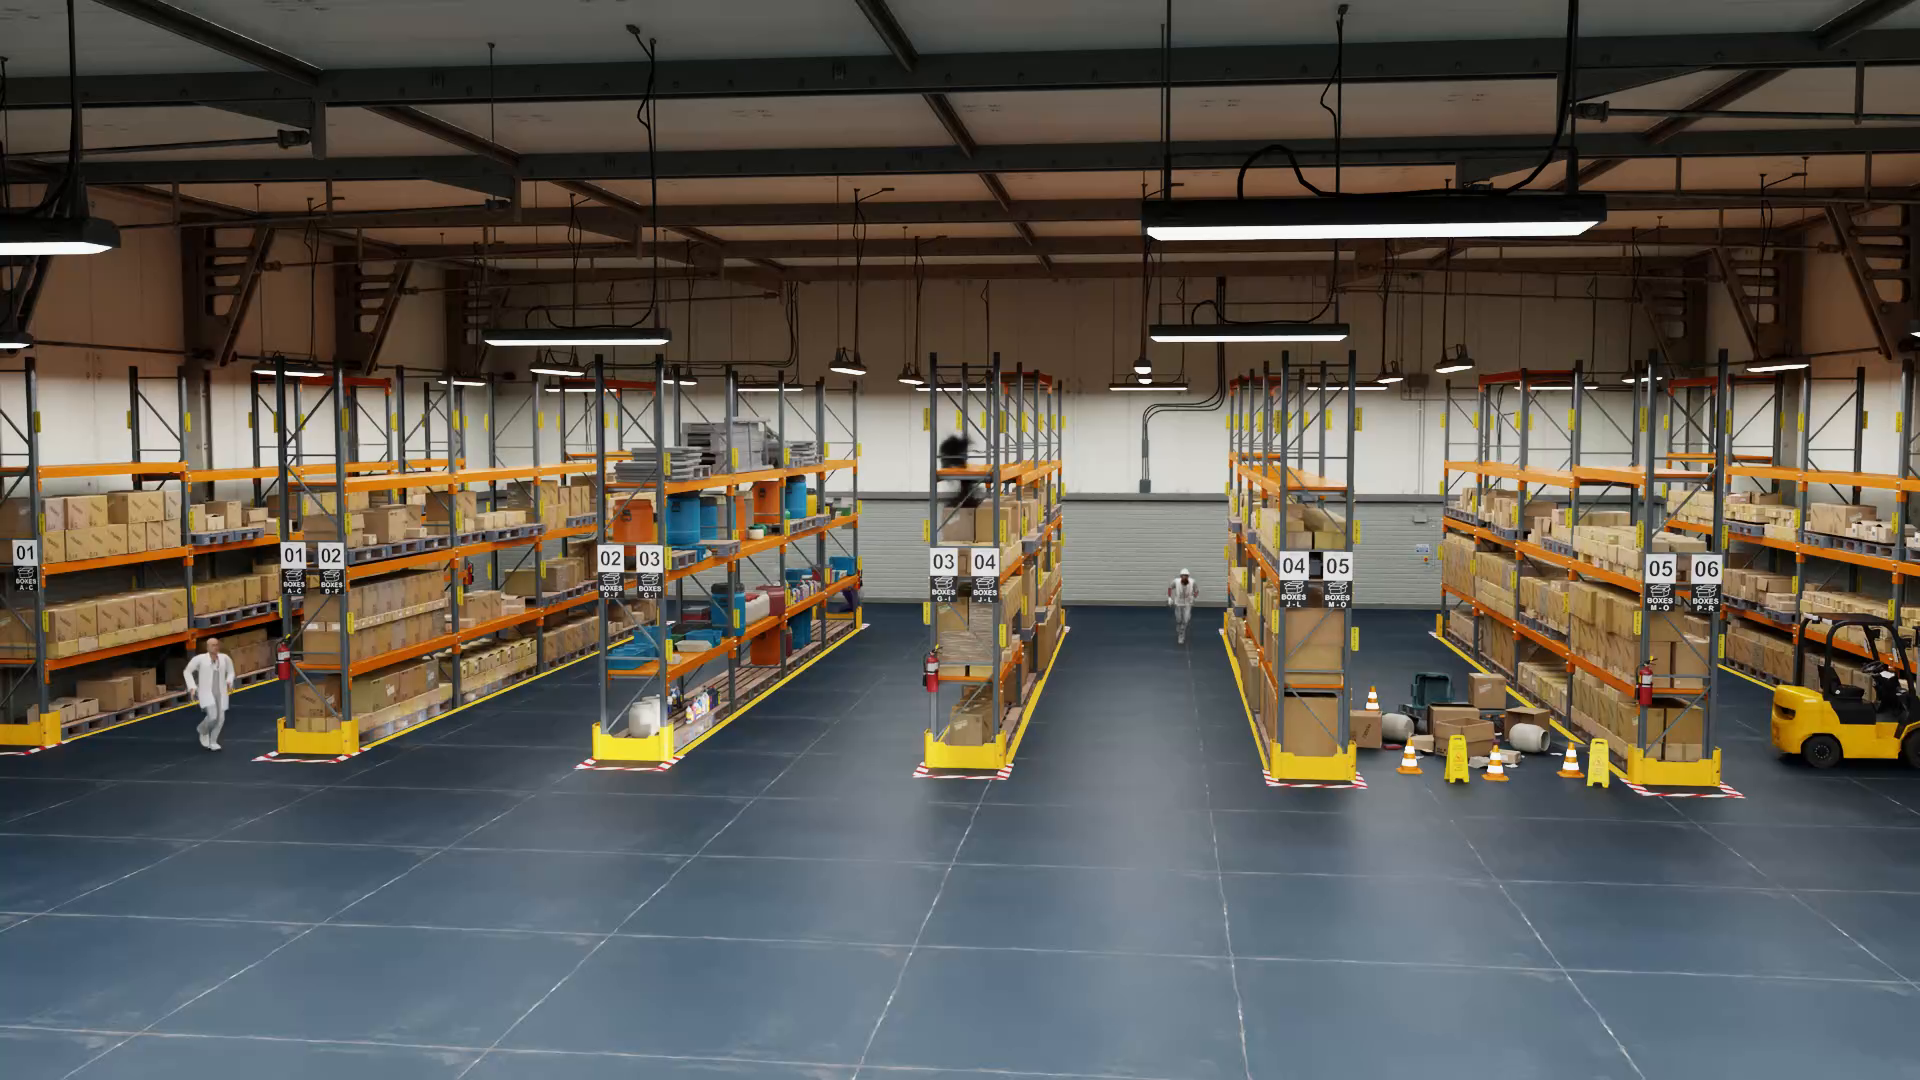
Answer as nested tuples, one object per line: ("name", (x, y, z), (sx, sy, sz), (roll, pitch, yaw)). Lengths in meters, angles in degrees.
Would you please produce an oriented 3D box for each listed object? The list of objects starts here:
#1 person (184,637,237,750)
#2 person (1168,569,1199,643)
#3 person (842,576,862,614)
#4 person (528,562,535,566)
("person", (-11.311, 2.340, 25.218), (0.767, 1.734, 0.692), (4, 6, 44))
("person", (5.063, 1.497, 37.684), (0.671, 1.702, 0.740), (0, 4, -1))
("person", (-2.733, 1.307, 41.488), (0.605, 1.560, 0.608), (2, 5, 26))
("person", (-10.033, 1.368, 39.313), (0.680, 1.750, 1.000), (-1, 4, -9))
